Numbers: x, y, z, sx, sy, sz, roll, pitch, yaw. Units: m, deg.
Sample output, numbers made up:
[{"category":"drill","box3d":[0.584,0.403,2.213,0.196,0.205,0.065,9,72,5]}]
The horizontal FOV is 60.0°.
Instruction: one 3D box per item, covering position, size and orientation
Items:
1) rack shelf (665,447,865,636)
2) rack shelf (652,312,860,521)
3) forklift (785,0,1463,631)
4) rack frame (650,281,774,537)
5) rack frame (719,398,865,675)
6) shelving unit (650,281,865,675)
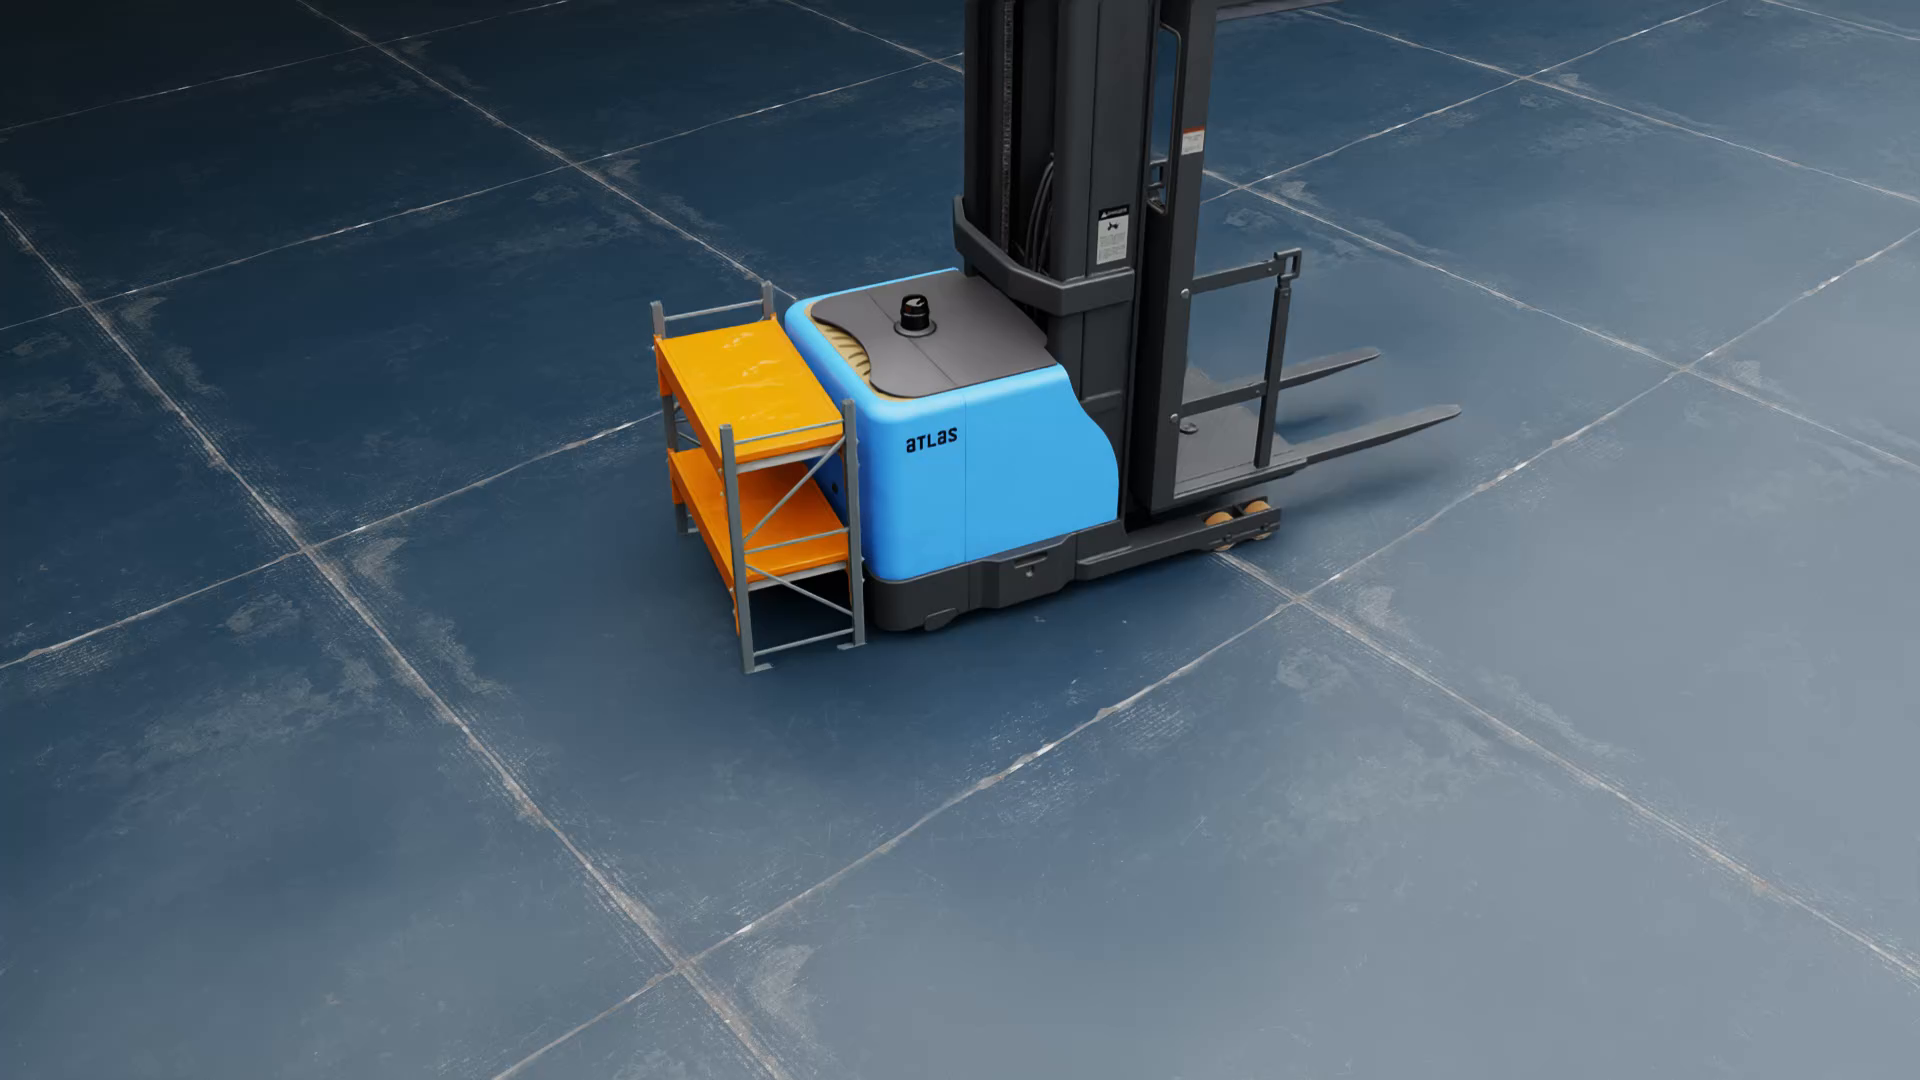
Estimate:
[{"category":"rack shelf","box3d":[-0.809,-0.066,6.792,0.538,0.278,1.000,-13,37,-18]},{"category":"rack shelf","box3d":[-0.809,-0.504,6.482,0.538,0.278,1.000,-13,37,-18]},{"category":"forklift","box3d":[0.829,-1.407,6.701,3.031,2.935,1.130,-16,38,-21]},{"category":"rack frame","box3d":[-1.003,-0.537,7.035,0.500,1.125,0.032,-13,37,-18]},{"category":"rack frame","box3d":[-0.616,0.007,6.267,0.500,1.125,0.032,-13,37,-18]},{"category":"shelving unit","box3d":[-0.809,-0.265,6.651,0.538,1.125,1.048,-13,37,-18]}]
